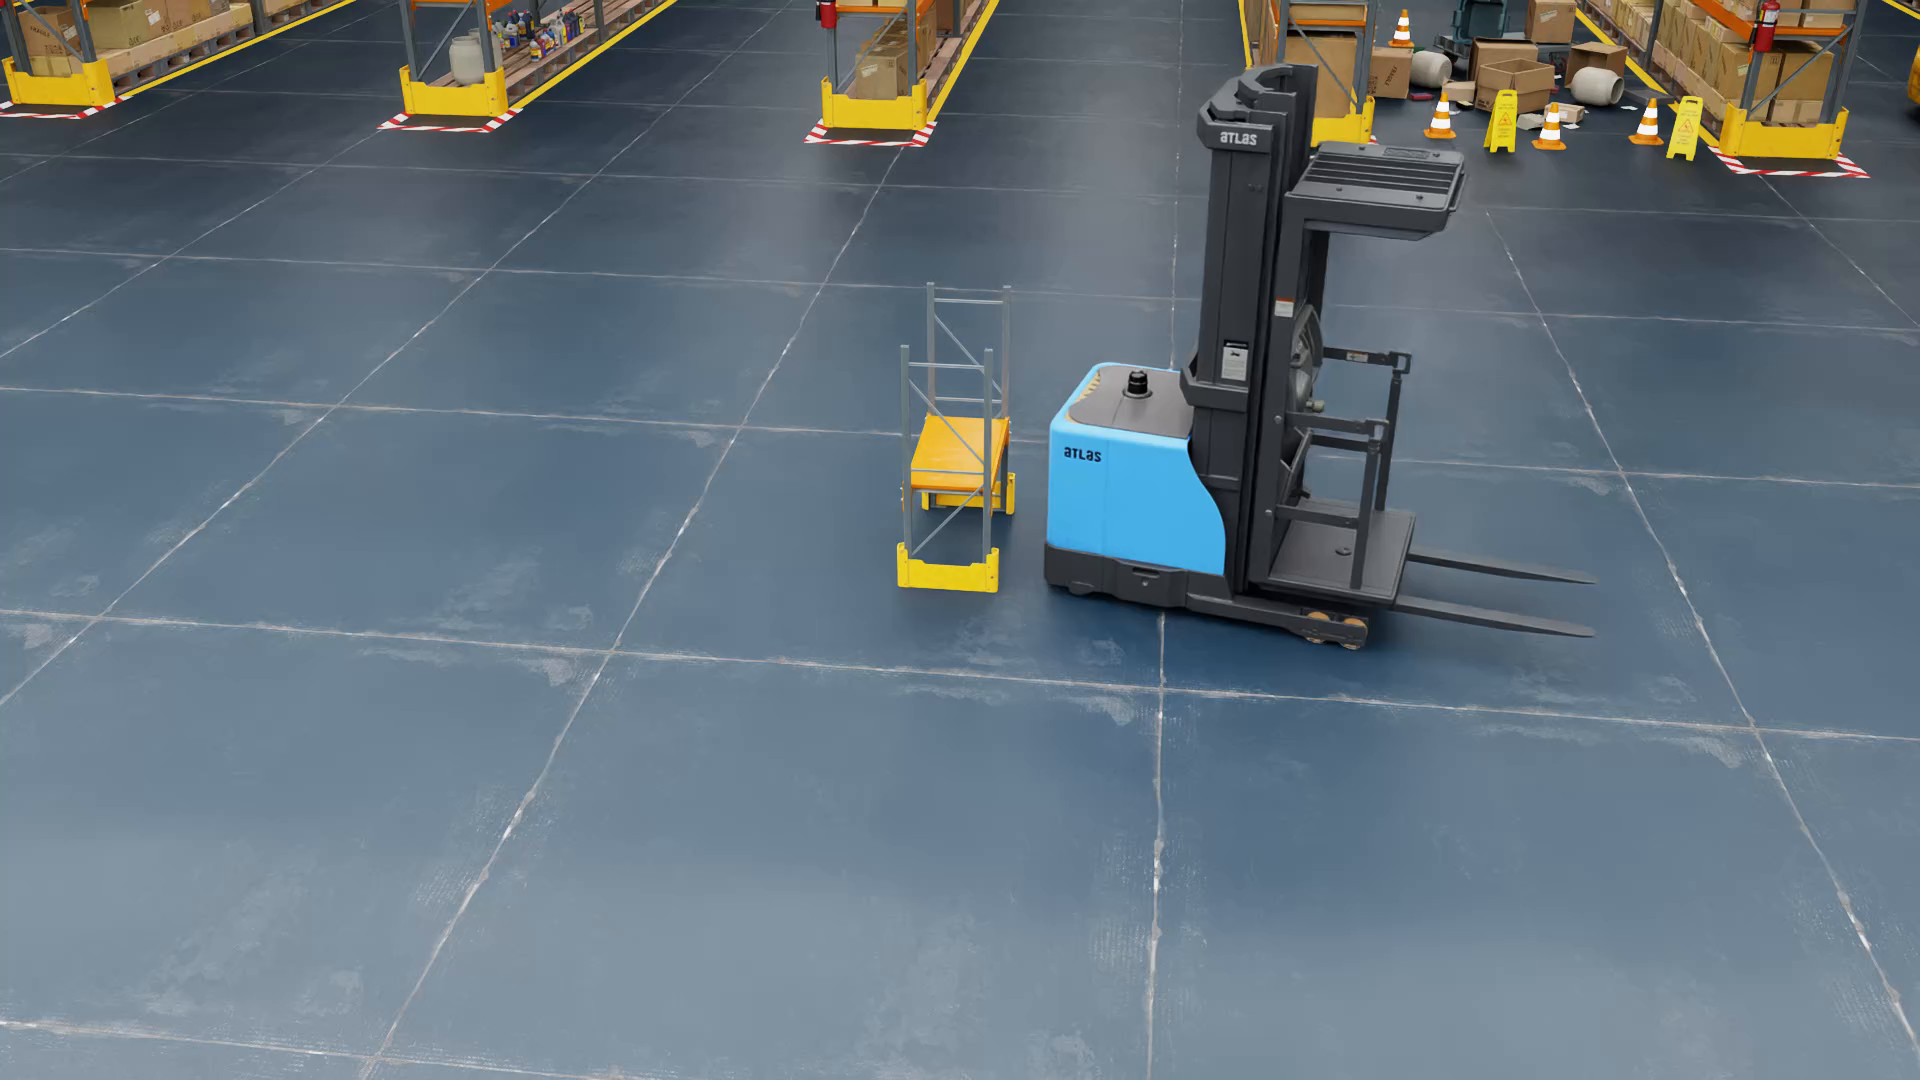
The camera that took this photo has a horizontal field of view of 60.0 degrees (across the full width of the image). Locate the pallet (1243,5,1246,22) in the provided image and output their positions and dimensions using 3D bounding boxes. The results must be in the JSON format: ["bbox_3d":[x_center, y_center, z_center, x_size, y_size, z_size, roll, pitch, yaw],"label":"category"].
[{"bbox_3d":[4.735,-7.891,24.674,1.003,0.211,1.213,3,28,6],"label":"pallet"}]

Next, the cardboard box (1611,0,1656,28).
[{"bbox_3d":[9.571,-7.303,22.971,0.950,0.372,0.625,4,29,8],"label":"cardboard box"}]

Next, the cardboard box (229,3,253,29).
[{"bbox_3d":[-10.165,-7.259,23.017,0.500,0.250,0.500,3,28,6],"label":"cardboard box"}]

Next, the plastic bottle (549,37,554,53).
[{"bbox_3d":[-5.302,-6.395,21.444,0.097,0.201,0.097,0,28,0],"label":"plastic bottle"}]

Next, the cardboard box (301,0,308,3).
[{"bbox_3d":[-9.905,-8.150,24.671,0.500,0.250,0.500,3,28,5],"label":"cardboard box"}]

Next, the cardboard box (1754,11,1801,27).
[{"bbox_3d":[8.685,-5.557,17.667,0.380,0.149,0.250,4,29,8],"label":"cardboard box"}]

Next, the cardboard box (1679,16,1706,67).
[{"bbox_3d":[8.882,-5.908,19.719,0.500,0.500,0.500,5,29,9],"label":"cardboard box"}]

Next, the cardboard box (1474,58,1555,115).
[{"bbox_3d":[6.554,-5.354,19.658,0.797,0.503,0.637,-17,33,-29],"label":"cardboard box"}]

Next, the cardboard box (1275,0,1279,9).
[{"bbox_3d":[3.972,-6.223,18.480,0.875,0.550,0.550,3,28,6],"label":"cardboard box"}]

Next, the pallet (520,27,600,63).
[{"bbox_3d":[-5.533,-6.685,22.435,1.003,0.211,1.213,3,28,6],"label":"pallet"}]

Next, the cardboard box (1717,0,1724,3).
[{"bbox_3d":[8.772,-6.163,18.792,0.380,0.149,0.250,3,28,6],"label":"cardboard box"}]

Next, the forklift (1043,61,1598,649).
[{"bbox_3d":[2.060,-0.976,8.971,3.031,2.935,1.130,10,30,17],"label":"forklift"}]

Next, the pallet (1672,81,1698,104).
[{"bbox_3d":[9.147,-5.240,19.755,1.003,0.211,1.213,3,28,6],"label":"pallet"}]

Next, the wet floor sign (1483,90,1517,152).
[{"bbox_3d":[5.888,-4.554,18.023,0.267,0.644,0.232,-1,28,-3],"label":"wet floor sign"}]

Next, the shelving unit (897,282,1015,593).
[{"bbox_3d":[-0.009,-0.624,9.828,0.587,1.500,1.083,3,28,6],"label":"shelving unit"}]

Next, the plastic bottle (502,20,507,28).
[{"bbox_3d":[-6.005,-6.704,21.931,0.061,0.283,0.133,5,29,8],"label":"plastic bottle"}]

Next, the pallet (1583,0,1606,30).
[{"bbox_3d":[9.734,-7.650,24.227,1.003,0.211,1.213,3,28,6],"label":"pallet"}]

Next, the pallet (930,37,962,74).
[{"bbox_3d":[-0.541,-6.392,21.893,1.003,0.211,1.213,3,28,6],"label":"pallet"}]

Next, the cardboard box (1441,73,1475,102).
[{"bbox_3d":[6.034,-5.482,20.146,0.396,0.266,0.258,8,29,15],"label":"cardboard box"}]

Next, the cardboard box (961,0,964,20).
[{"bbox_3d":[-0.320,-7.542,23.259,0.700,0.500,0.500,3,28,6],"label":"cardboard box"}]

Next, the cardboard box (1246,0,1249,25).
[{"bbox_3d":[4.525,-7.548,23.027,1.050,0.750,0.750,3,28,6],"label":"cardboard box"}]

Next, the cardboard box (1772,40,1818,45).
[{"bbox_3d":[9.287,-5.405,18.786,0.500,0.500,0.500,2,28,4],"label":"cardboard box"}]

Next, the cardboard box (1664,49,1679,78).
[{"bbox_3d":[8.947,-5.823,20.351,0.500,0.250,0.500,5,29,9],"label":"cardboard box"}]

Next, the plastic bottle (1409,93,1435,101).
[{"bbox_3d":[5.608,-5.378,20.169,0.283,0.061,0.133,-6,29,-11],"label":"plastic bottle"}]

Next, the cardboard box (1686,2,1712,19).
[{"bbox_3d":[8.835,-6.266,19.700,0.380,0.149,0.250,5,29,9],"label":"cardboard box"}]

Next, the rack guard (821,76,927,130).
[{"bbox_3d":[-0.975,-4.990,18.986,1.175,0.500,0.348,3,28,6],"label":"rack guard"}]

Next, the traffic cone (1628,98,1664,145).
[{"bbox_3d":[7.624,-4.640,18.374,0.336,0.463,0.334,3,28,6],"label":"traffic cone"}]

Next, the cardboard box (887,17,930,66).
[{"bbox_3d":[-0.643,-6.270,20.918,0.500,0.500,0.500,1,28,2],"label":"cardboard box"}]

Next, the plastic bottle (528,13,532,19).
[{"bbox_3d":[-5.790,-6.939,22.368,0.061,0.283,0.133,3,28,6],"label":"plastic bottle"}]

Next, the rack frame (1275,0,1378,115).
[{"bbox_3d":[3.926,-5.719,17.704,1.000,3.000,0.127,3,28,6],"label":"rack frame"}]

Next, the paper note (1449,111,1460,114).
[{"bbox_3d":[5.798,-5.031,19.559,0.144,0.017,0.142,14,31,24],"label":"paper note"}]

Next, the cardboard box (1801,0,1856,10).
[{"bbox_3d":[9.185,-5.861,17.548,0.500,0.500,0.500,3,28,5],"label":"cardboard box"}]

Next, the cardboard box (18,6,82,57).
[{"bbox_3d":[-11.045,-6.207,20.274,0.500,0.500,0.500,3,28,6],"label":"cardboard box"}]

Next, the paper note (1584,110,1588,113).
[{"bbox_3d":[7.392,-5.061,19.634,0.032,0.001,0.123,3,28,6],"label":"paper note"}]

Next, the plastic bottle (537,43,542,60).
[{"bbox_3d":[-5.355,-6.189,21.062,0.097,0.201,0.097,0,28,0],"label":"plastic bottle"}]

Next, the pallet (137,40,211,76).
[{"bbox_3d":[-10.611,-6.340,21.796,1.003,0.211,1.213,3,28,6],"label":"pallet"}]

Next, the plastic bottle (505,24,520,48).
[{"bbox_3d":[-5.845,-6.579,21.707,0.152,0.276,0.135,3,28,6],"label":"plastic bottle"}]

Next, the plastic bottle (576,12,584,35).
[{"bbox_3d":[-5.141,-6.978,22.440,0.061,0.283,0.133,5,29,9],"label":"plastic bottle"}]

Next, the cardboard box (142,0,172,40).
[{"bbox_3d":[-10.421,-6.648,21.093,0.500,0.500,0.500,3,28,6],"label":"cardboard box"}]

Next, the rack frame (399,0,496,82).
[{"bbox_3d":[-5.900,-6.343,18.861,1.000,3.000,0.127,3,28,6],"label":"rack frame"}]

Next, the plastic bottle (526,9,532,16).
[{"bbox_3d":[-5.884,-7.094,22.668,0.097,0.271,0.097,0,28,0],"label":"plastic bottle"}]

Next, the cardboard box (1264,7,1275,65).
[{"bbox_3d":[4.049,-5.706,19.477,0.875,0.875,0.875,3,28,5],"label":"cardboard box"}]

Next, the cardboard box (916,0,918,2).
[{"bbox_3d":[-0.663,-6.181,18.826,0.380,0.149,0.250,3,28,6],"label":"cardboard box"}]

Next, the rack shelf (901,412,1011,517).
[{"bbox_3d":[-0.010,-0.462,9.905,0.538,0.185,1.000,3,28,6],"label":"rack shelf"}]

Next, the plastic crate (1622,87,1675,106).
[{"bbox_3d":[8.335,-5.385,20.162,0.402,0.080,0.583,-6,29,-11],"label":"plastic crate"}]

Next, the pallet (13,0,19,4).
[{"bbox_3d":[-15.001,-8.516,25.836,1.003,0.211,1.213,3,28,6],"label":"pallet"}]

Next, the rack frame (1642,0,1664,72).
[{"bbox_3d":[9.341,-7.362,20.753,1.000,3.000,0.127,3,28,6],"label":"rack frame"}]

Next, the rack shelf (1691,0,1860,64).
[{"bbox_3d":[9.096,-6.104,19.176,1.077,0.370,4.000,3,28,6],"label":"rack shelf"}]

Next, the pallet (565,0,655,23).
[{"bbox_3d":[-5.205,-7.946,24.777,1.003,0.211,1.213,3,28,6],"label":"pallet"}]

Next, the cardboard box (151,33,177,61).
[{"bbox_3d":[-10.409,-6.317,21.270,0.500,0.250,0.500,3,28,6],"label":"cardboard box"}]

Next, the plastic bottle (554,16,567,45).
[{"bbox_3d":[-5.265,-6.691,21.836,0.144,0.351,0.185,3,28,6],"label":"plastic bottle"}]

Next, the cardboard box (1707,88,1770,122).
[{"bbox_3d":[8.686,-4.861,18.567,0.500,0.250,0.500,3,28,6],"label":"cardboard box"}]

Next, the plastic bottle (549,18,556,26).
[{"bbox_3d":[-5.376,-6.807,22.130,0.152,0.276,0.135,3,28,6],"label":"plastic bottle"}]
